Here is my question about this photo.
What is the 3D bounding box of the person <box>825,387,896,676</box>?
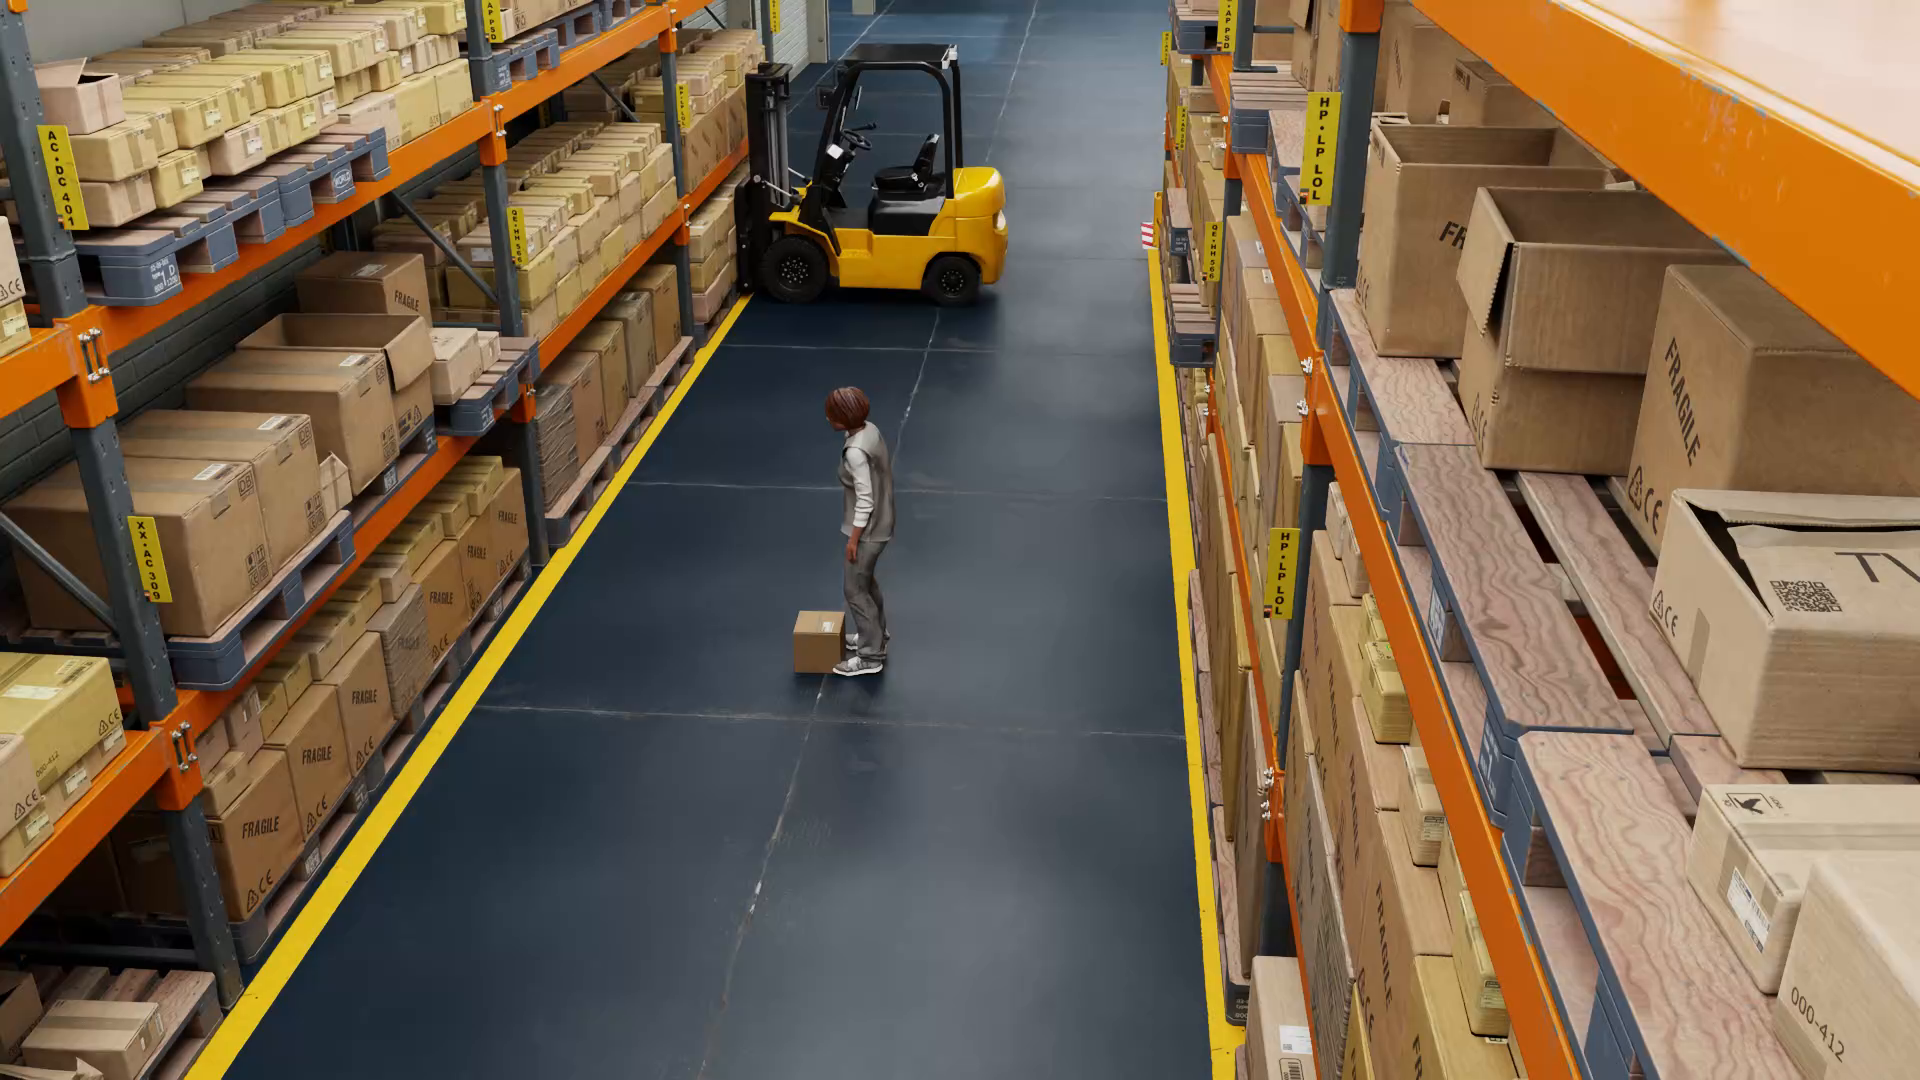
[{"bbox_3d":[-0.511,-0.052,8.734,0.344,1.591,0.462,1,25,2],"label":"person"}]
